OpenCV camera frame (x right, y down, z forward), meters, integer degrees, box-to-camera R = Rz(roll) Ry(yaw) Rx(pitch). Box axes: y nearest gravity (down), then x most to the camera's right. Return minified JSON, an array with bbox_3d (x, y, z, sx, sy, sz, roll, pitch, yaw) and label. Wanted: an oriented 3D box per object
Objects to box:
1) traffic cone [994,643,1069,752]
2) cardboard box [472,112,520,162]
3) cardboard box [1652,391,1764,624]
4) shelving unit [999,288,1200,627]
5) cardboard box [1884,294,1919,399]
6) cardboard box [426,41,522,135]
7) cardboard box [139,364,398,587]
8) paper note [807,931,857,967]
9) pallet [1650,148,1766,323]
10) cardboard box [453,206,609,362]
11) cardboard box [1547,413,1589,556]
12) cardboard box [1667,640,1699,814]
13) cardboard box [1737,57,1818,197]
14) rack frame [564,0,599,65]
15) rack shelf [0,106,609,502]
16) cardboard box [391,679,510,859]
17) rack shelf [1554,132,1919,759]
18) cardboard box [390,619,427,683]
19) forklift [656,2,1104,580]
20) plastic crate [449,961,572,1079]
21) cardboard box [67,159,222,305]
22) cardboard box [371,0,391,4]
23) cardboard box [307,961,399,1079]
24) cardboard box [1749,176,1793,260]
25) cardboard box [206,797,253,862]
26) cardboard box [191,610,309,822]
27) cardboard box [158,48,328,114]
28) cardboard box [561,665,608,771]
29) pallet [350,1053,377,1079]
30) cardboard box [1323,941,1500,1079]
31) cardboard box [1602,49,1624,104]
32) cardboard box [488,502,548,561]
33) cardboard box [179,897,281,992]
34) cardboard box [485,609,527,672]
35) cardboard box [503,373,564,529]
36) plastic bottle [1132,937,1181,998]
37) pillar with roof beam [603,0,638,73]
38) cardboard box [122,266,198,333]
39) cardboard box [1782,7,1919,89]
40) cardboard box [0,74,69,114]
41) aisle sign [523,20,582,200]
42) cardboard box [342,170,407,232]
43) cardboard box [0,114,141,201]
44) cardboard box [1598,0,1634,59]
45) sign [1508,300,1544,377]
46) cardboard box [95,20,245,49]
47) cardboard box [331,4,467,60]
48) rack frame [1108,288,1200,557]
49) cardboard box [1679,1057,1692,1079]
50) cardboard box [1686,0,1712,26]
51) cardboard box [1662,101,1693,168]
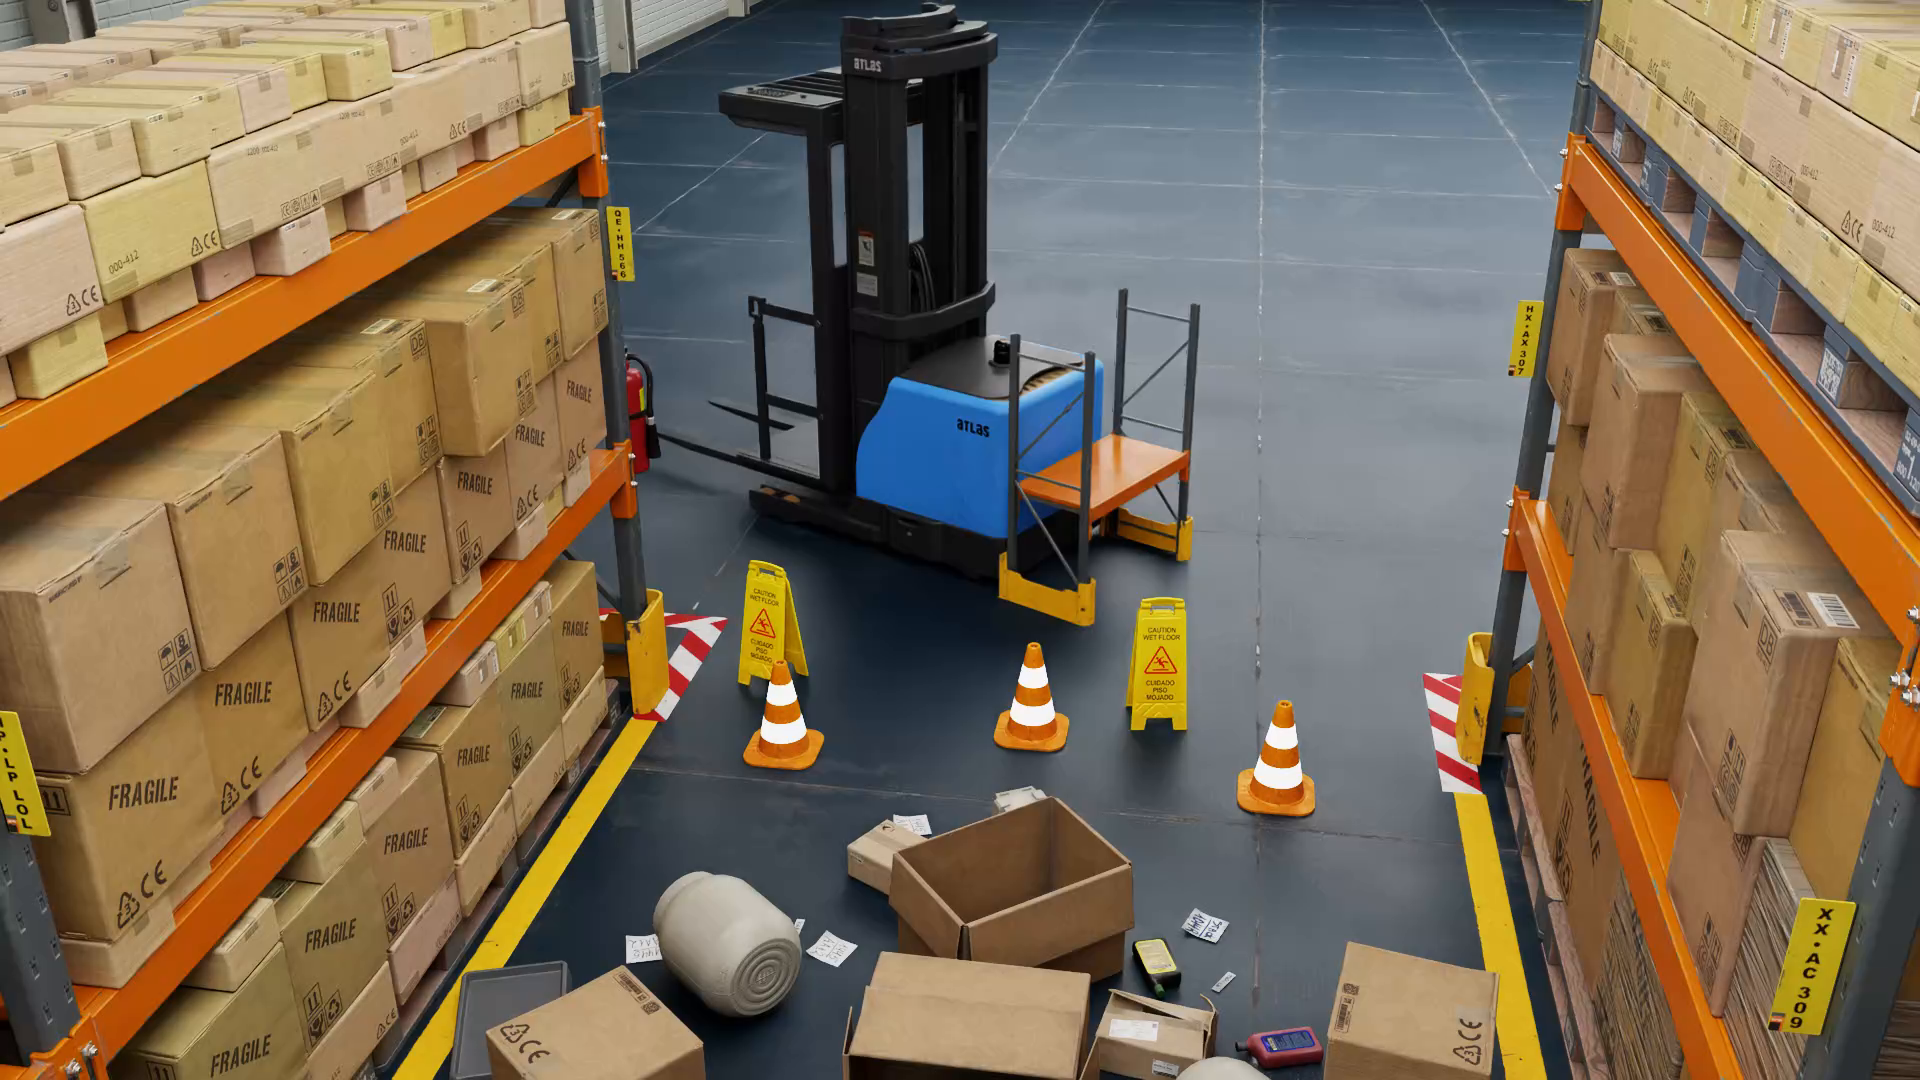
[{"bbox_3d":[0.337,0.691,7.728,0.336,0.463,0.334,4,25,9],"label":"traffic cone"},{"bbox_3d":[-1.883,-1.523,6.223,0.380,0.149,0.250,5,26,10],"label":"cardboard box"},{"bbox_3d":[2.603,-0.074,4.918,0.875,0.550,0.500,4,25,9],"label":"cardboard box"},{"bbox_3d":[0.767,-0.473,8.990,0.587,1.500,1.083,18,31,34],"label":"shelving unit"},{"bbox_3d":[1.975,-0.343,3.089,0.380,0.149,0.250,4,25,8],"label":"cardboard box"},{"bbox_3d":[-1.930,-1.645,6.014,0.500,0.250,0.500,4,25,8],"label":"cardboard box"},{"bbox_3d":[-2.170,-0.211,5.014,0.700,0.500,0.500,3,25,7],"label":"cardboard box"},{"bbox_3d":[-0.493,1.566,6.381,0.148,0.019,0.142,13,28,26],"label":"paper note"},{"bbox_3d":[2.576,-0.857,4.608,1.003,0.211,1.213,4,25,9],"label":"pallet"},{"bbox_3d":[-1.884,-1.066,6.841,0.700,0.500,0.500,3,25,7],"label":"cardboard box"},{"bbox_3d":[2.868,-0.271,6.613,0.875,0.550,0.550,4,25,9],"label":"cardboard box"},{"bbox_3d":[2.551,0.639,4.669,0.875,0.550,0.550,4,25,9],"label":"cardboard box"},{"bbox_3d":[2.224,-0.993,4.008,0.500,0.250,0.500,4,25,8],"label":"cardboard box"},{"bbox_3d":[-2.016,-3.379,6.354,1.000,3.000,0.127,4,25,9],"label":"rack frame"},{"bbox_3d":[-2.342,-0.858,5.355,1.077,0.370,4.000,4,25,9],"label":"rack shelf"},{"bbox_3d":[-2.061,0.836,6.289,0.500,0.500,0.500,3,25,7],"label":"cardboard box"},{"bbox_3d":[2.558,-0.557,4.713,1.077,0.370,4.000,4,25,9],"label":"rack shelf"},{"bbox_3d":[-2.069,0.374,5.710,0.380,0.149,0.250,4,25,8],"label":"cardboard box"},{"bbox_3d":[-0.654,-1.590,9.689,3.031,2.935,1.130,17,30,33],"label":"forklift"},{"bbox_3d":[-1.604,1.734,5.952,0.402,0.080,0.583,-5,25,-10],"label":"plastic crate"},{"bbox_3d":[-2.252,-0.796,4.199,0.500,0.250,0.500,4,25,8],"label":"cardboard box"},{"bbox_3d":[-2.301,-2.027,6.359,0.380,0.149,0.250,4,25,8],"label":"cardboard box"},{"bbox_3d":[-2.230,1.614,5.511,0.500,0.250,0.500,5,26,11],"label":"cardboard box"},{"bbox_3d":[2.141,-0.768,3.996,0.380,0.149,0.250,4,25,9],"label":"cardboard box"},{"bbox_3d":[-2.298,0.793,4.814,0.380,0.149,0.250,4,25,8],"label":"cardboard box"},{"bbox_3d":[-2.263,0.455,4.771,0.500,0.500,0.500,4,25,8],"label":"cardboard box"},{"bbox_3d":[-2.123,-1.360,4.934,0.380,0.149,0.250,5,25,10],"label":"cardboard box"},{"bbox_3d":[-1.886,0.760,7.336,0.500,0.250,0.500,4,25,8],"label":"cardboard box"},{"bbox_3d":[-2.594,1.991,5.248,1.003,0.211,1.213,4,25,9],"label":"pallet"},{"bbox_3d":[1.472,1.722,5.477,0.500,0.500,0.500,8,26,18],"label":"cardboard box"},{"bbox_3d":[2.471,-1.614,5.804,0.380,0.149,0.250,4,25,9],"label":"cardboard box"},{"bbox_3d":[-1.873,-0.048,6.610,0.380,0.149,0.250,4,25,9],"label":"cardboard box"},{"bbox_3d":[-2.227,1.157,4.839,0.380,0.149,0.250,4,25,9],"label":"cardboard box"},{"bbox_3d":[-1.927,0.376,6.506,0.380,0.149,0.250,4,25,9],"label":"cardboard box"},{"bbox_3d":[-1.919,-0.387,6.569,0.500,0.500,0.500,4,25,9],"label":"cardboard box"},{"bbox_3d":[0.748,1.608,6.243,0.133,0.061,0.283,-5,25,-10],"label":"plastic bottle"},{"bbox_3d":[-0.727,-10.722,22.042,9.100,9.000,0.400,4,25,9],"label":"pillar with roof beam"},{"bbox_3d":[-2.267,-0.666,4.392,0.380,0.149,0.250,5,26,10],"label":"cardboard box"},{"bbox_3d":[2.141,-1.128,3.827,0.380,0.149,0.250,4,25,9],"label":"cardboard box"},{"bbox_3d":[-2.678,-1.179,4.548,0.380,0.149,0.250,4,25,7],"label":"cardboard box"},{"bbox_3d":[-1.719,-1.845,7.087,0.394,0.787,0.004,4,25,9],"label":"aisle sign"},{"bbox_3d":[-2.005,-1.092,5.304,0.380,0.149,0.250,4,25,8],"label":"cardboard box"},{"bbox_3d":[-2.230,-0.924,4.004,0.380,0.149,0.250,3,25,7],"label":"cardboard box"},{"bbox_3d":[2.552,-1.838,5.813,0.500,0.250,0.500,4,25,8],"label":"cardboard box"},{"bbox_3d":[2.338,-0.830,6.870,0.100,0.325,0.005,4,25,9],"label":"sign"},{"bbox_3d":[-2.586,-1.613,5.475,0.380,0.149,0.250,5,25,10],"label":"cardboard box"},{"bbox_3d":[-1.976,-1.790,5.853,0.380,0.149,0.250,4,25,9],"label":"cardboard box"},{"bbox_3d":[1.083,-0.646,9.361,0.500,1.500,0.032,18,31,34],"label":"rack frame"},{"bbox_3d":[2.403,1.826,4.322,0.875,0.875,0.875,4,25,9],"label":"cardboard box"},{"bbox_3d":[2.307,-1.553,4.735,0.380,0.149,0.250,4,25,8],"label":"cardboard box"},{"bbox_3d":[2.306,-1.192,4.904,0.380,0.149,0.250,4,25,8],"label":"cardboard box"}]
